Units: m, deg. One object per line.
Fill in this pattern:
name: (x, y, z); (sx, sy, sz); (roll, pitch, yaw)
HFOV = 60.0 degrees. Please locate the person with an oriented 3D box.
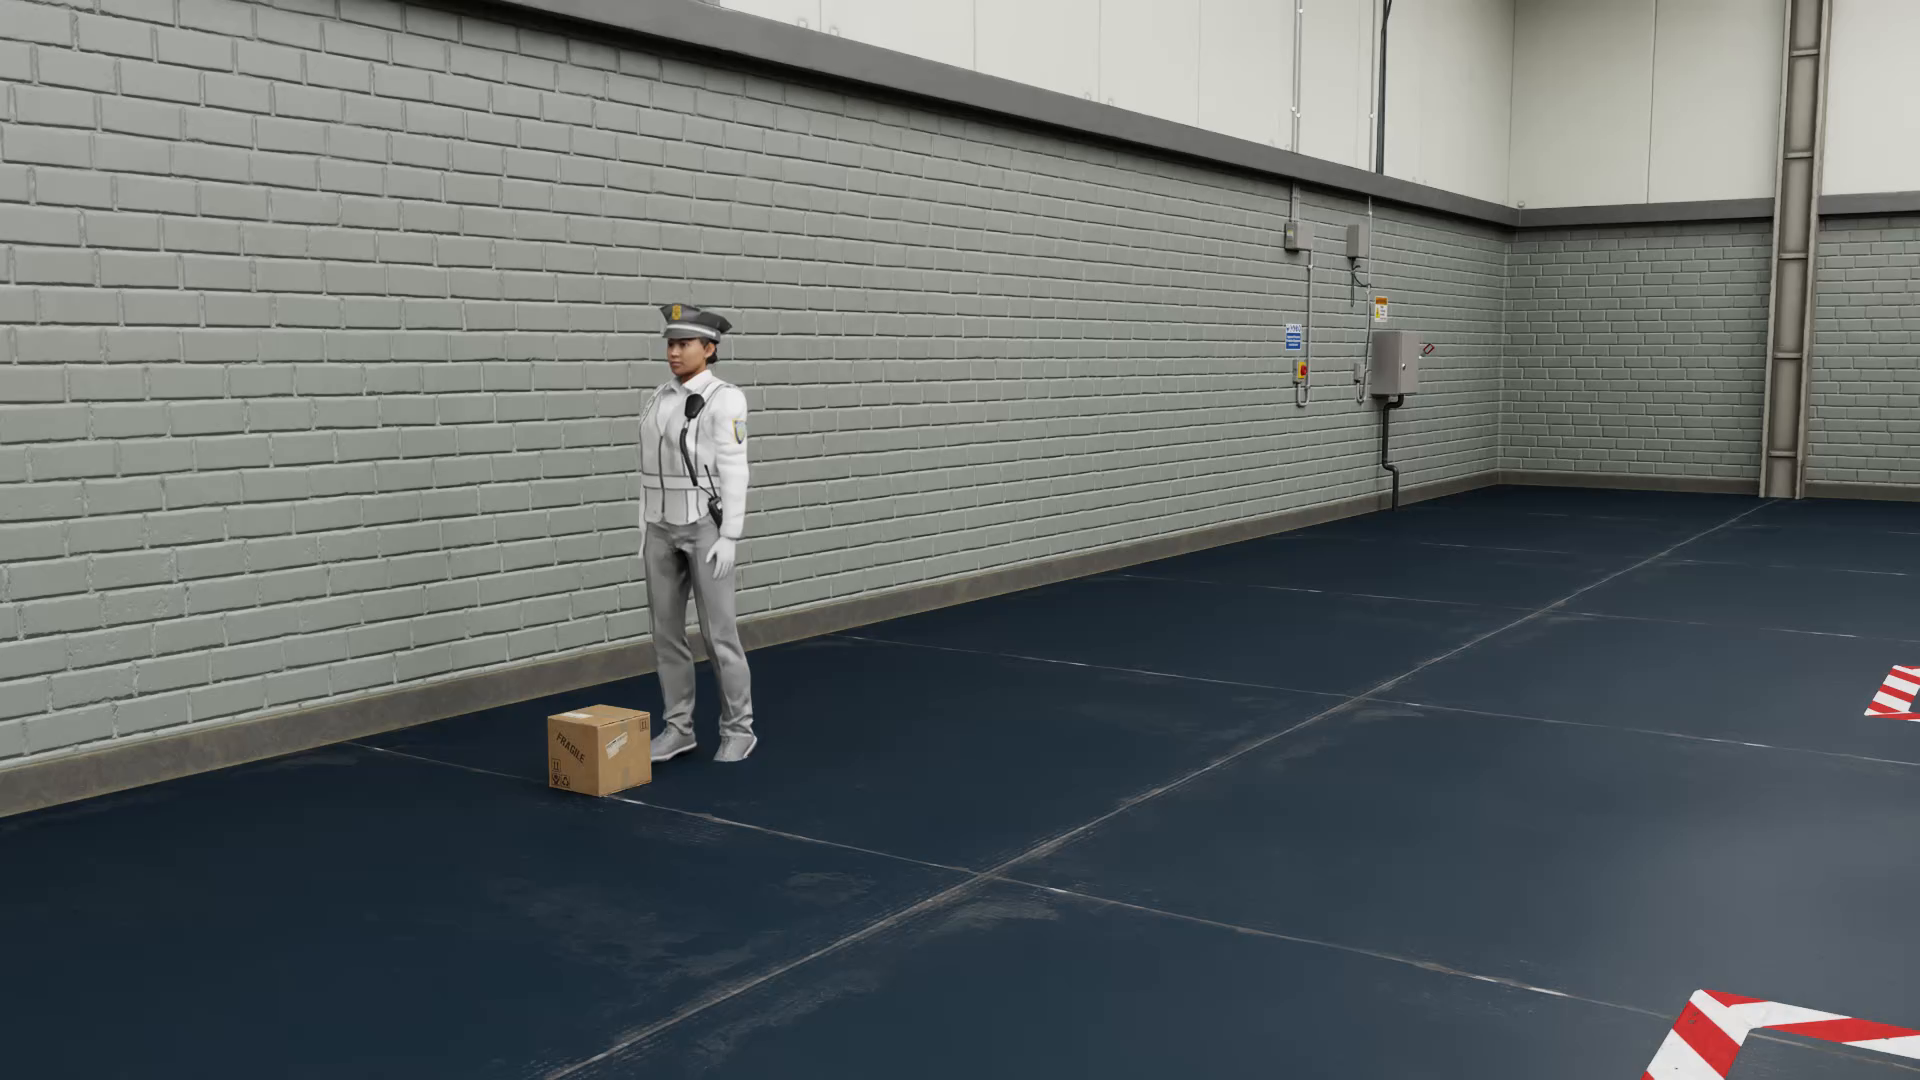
person: (-0.988, 0.006, 6.114); (0.471, 1.739, 0.376); (4, 8, 34)
